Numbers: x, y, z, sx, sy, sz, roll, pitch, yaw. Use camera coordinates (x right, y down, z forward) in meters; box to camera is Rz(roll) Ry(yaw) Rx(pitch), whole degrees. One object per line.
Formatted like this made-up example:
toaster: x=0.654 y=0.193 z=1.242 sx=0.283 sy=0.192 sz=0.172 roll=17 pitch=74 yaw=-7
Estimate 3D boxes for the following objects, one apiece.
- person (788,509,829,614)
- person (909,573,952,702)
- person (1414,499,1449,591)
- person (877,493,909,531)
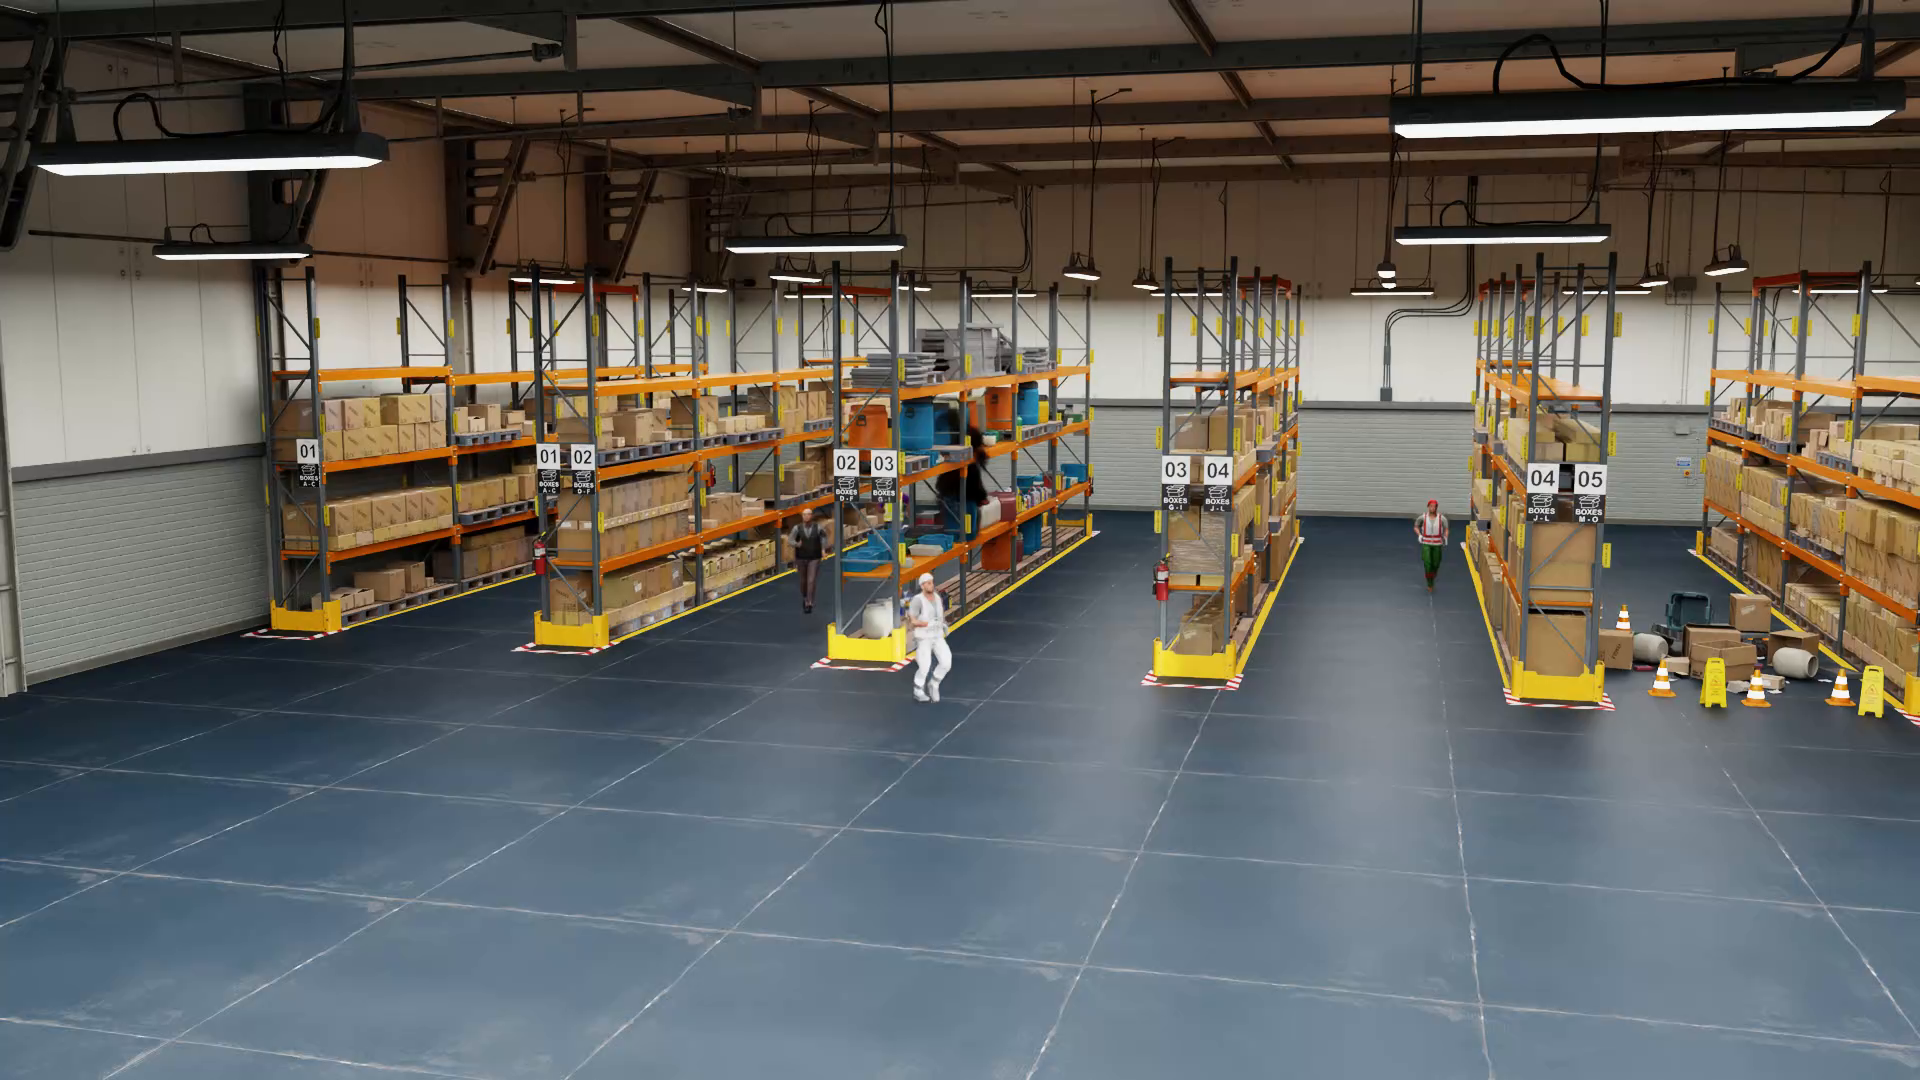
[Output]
person: x=-2.529 y=0.355 z=27.676 sx=0.659 sy=1.760 sz=0.855 roll=0 pitch=7 yaw=1
person: x=-0.379 y=1.311 z=22.141 sx=0.639 sy=1.753 sz=0.666 roll=-5 pitch=9 yaw=-35
person: x=9.075 y=0.084 z=32.045 sx=0.655 sy=1.754 sz=0.706 roll=2 pitch=7 yaw=13
person: x=-1.427 y=-0.390 z=35.445 sx=0.699 sy=1.769 sz=0.985 roll=1 pitch=7 yaw=5
